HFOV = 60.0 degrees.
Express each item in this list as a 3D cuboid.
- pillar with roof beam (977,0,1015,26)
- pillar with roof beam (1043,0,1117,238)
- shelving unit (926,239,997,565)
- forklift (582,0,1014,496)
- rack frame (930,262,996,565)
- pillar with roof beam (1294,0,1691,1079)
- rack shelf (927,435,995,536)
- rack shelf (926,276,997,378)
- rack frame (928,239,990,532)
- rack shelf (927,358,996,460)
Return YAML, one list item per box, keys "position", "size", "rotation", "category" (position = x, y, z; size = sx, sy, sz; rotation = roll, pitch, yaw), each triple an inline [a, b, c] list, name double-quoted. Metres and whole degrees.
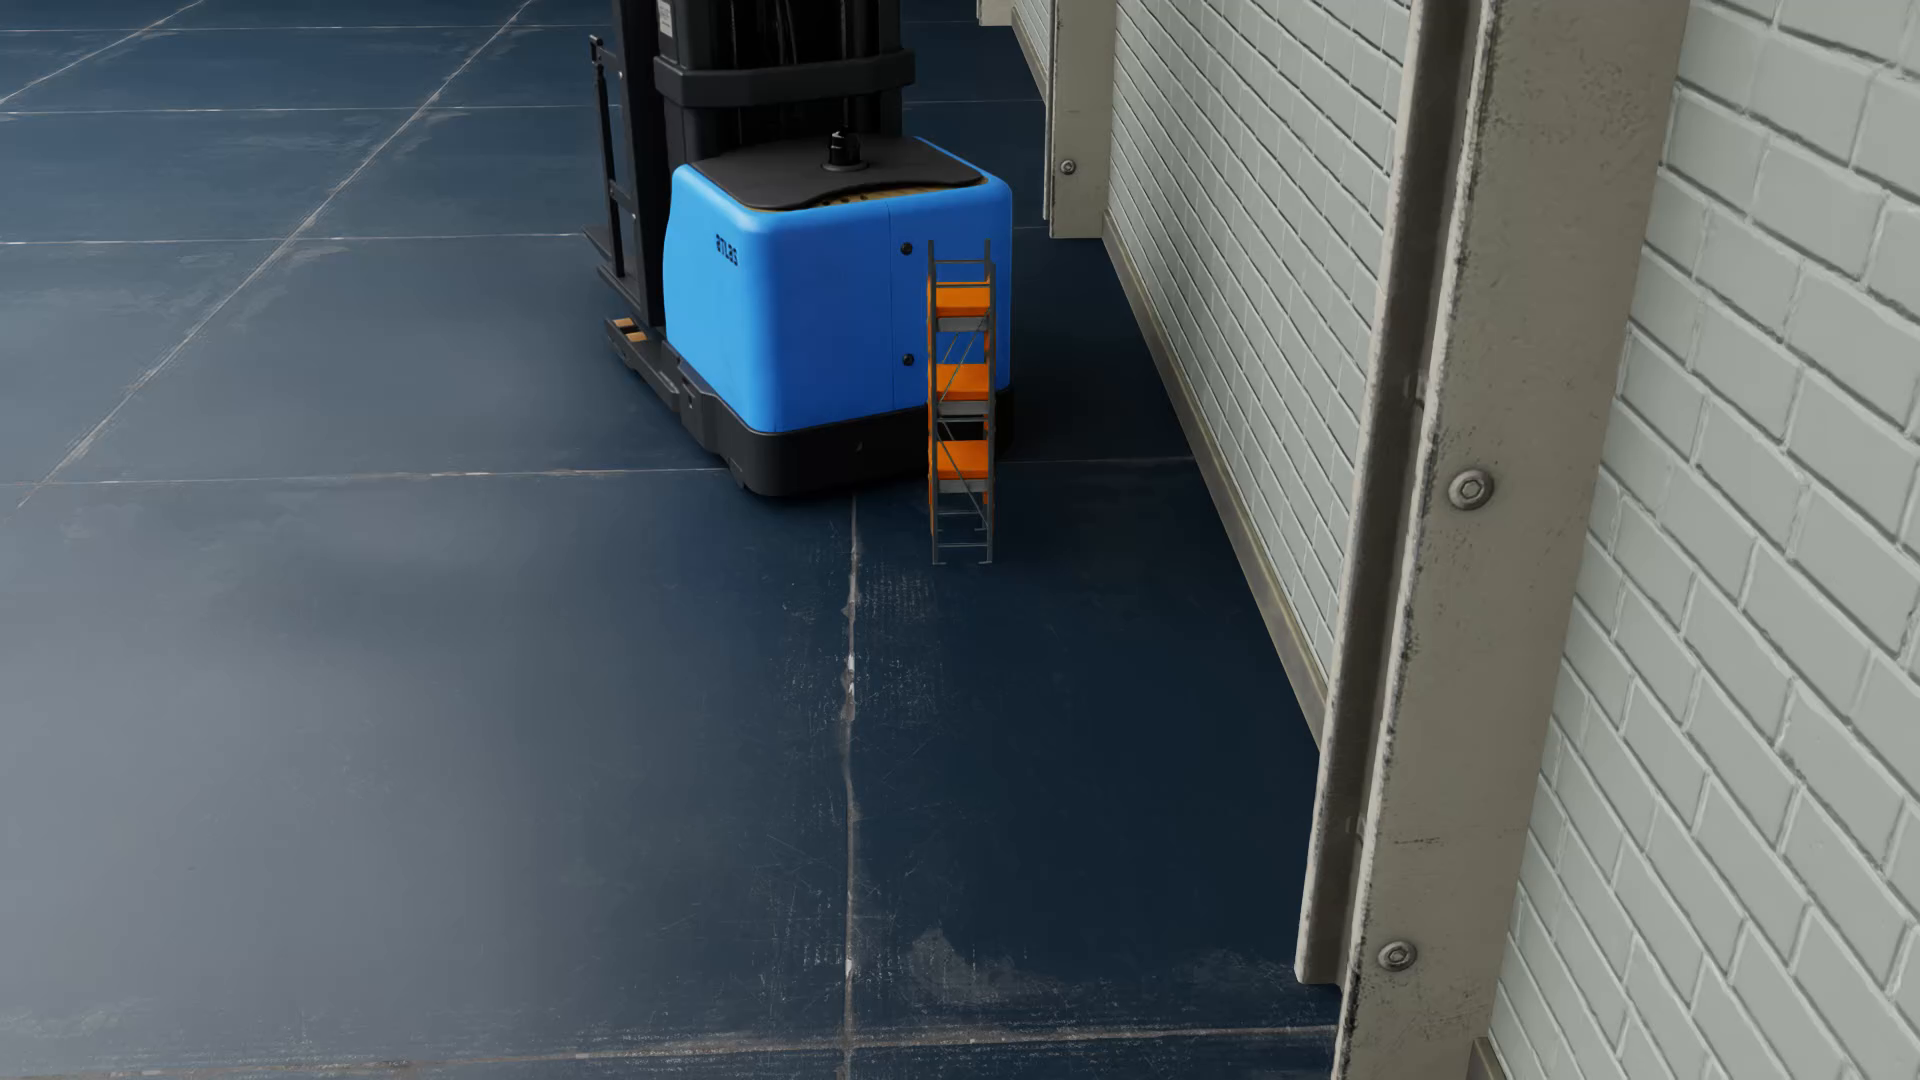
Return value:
- position: [-3.988, -8.351, 12.031]
  size: [9.100, 9.000, 0.400]
  rotation: [-1, 28, -3]
  category: "pillar with roof beam"
- position: [-3.675, -5.580, 6.719]
  size: [9.100, 9.000, 0.400]
  rotation: [-1, 28, -3]
  category: "pillar with roof beam"
- position: [0.003, -0.441, 5.460]
  size: [0.215, 1.050, 0.252]
  rotation: [-1, 28, -3]
  category: "shelving unit"
- position: [-0.904, -2.108, 6.622]
  size: [1.130, 2.935, 3.031]
  rotation: [-13, 30, -23]
  category: "forklift"
- position: [0.009, -0.384, 5.352]
  size: [0.200, 1.050, 0.008]
  rotation: [-1, 28, -3]
  category: "rack frame"
- position: [-3.362, -2.810, 1.406]
  size: [9.100, 9.000, 0.400]
  rotation: [-1, 28, -3]
  category: "pillar with roof beam"
- position: [0.003, -0.185, 5.593]
  size: [0.215, 0.259, 0.240]
  rotation: [-1, 28, -3]
  category: "rack shelf"
- position: [0.003, -0.683, 5.334]
  size: [0.215, 0.259, 0.240]
  rotation: [-1, 28, -3]
  category: "rack shelf"
- position: [-0.004, -0.497, 5.568]
  size: [0.200, 1.050, 0.008]
  rotation: [-1, 28, -3]
  category: "rack frame"
- position: [0.003, -0.431, 5.465]
  size: [0.215, 0.259, 0.240]
  rotation: [-1, 28, -3]
  category: "rack shelf"
